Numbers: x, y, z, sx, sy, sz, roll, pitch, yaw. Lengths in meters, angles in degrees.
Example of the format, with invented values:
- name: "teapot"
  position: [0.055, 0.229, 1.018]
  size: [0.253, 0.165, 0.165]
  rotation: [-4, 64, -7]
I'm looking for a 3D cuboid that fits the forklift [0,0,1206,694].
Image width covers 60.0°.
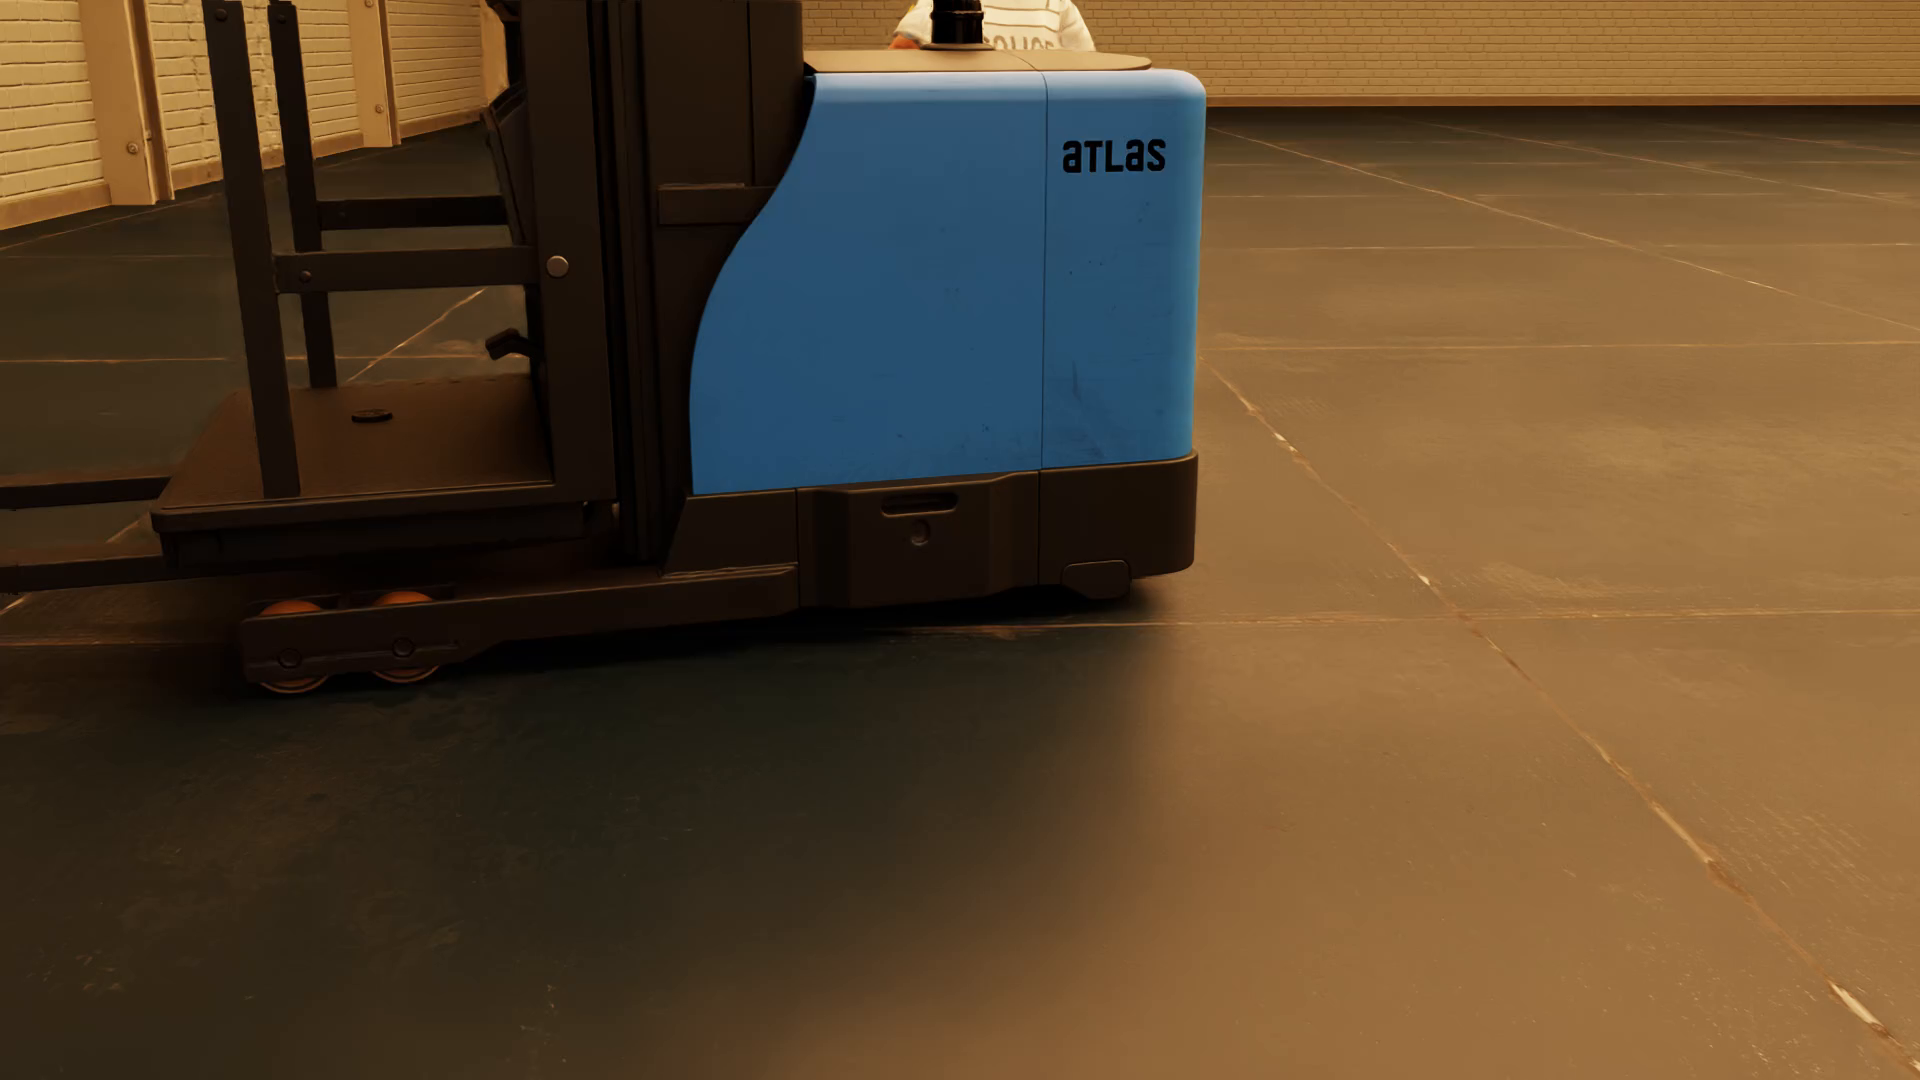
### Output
- name: "forklift"
  position: [-1.079, -1.295, 3.140]
  size: [3.031, 2.935, 1.130]
  rotation: [-5, 18, -15]

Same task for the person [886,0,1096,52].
- name: "person"
  position: [0.160, -1.203, 5.295]
  size: [0.973, 1.612, 0.568]
  rotation: [-6, 18, -19]
